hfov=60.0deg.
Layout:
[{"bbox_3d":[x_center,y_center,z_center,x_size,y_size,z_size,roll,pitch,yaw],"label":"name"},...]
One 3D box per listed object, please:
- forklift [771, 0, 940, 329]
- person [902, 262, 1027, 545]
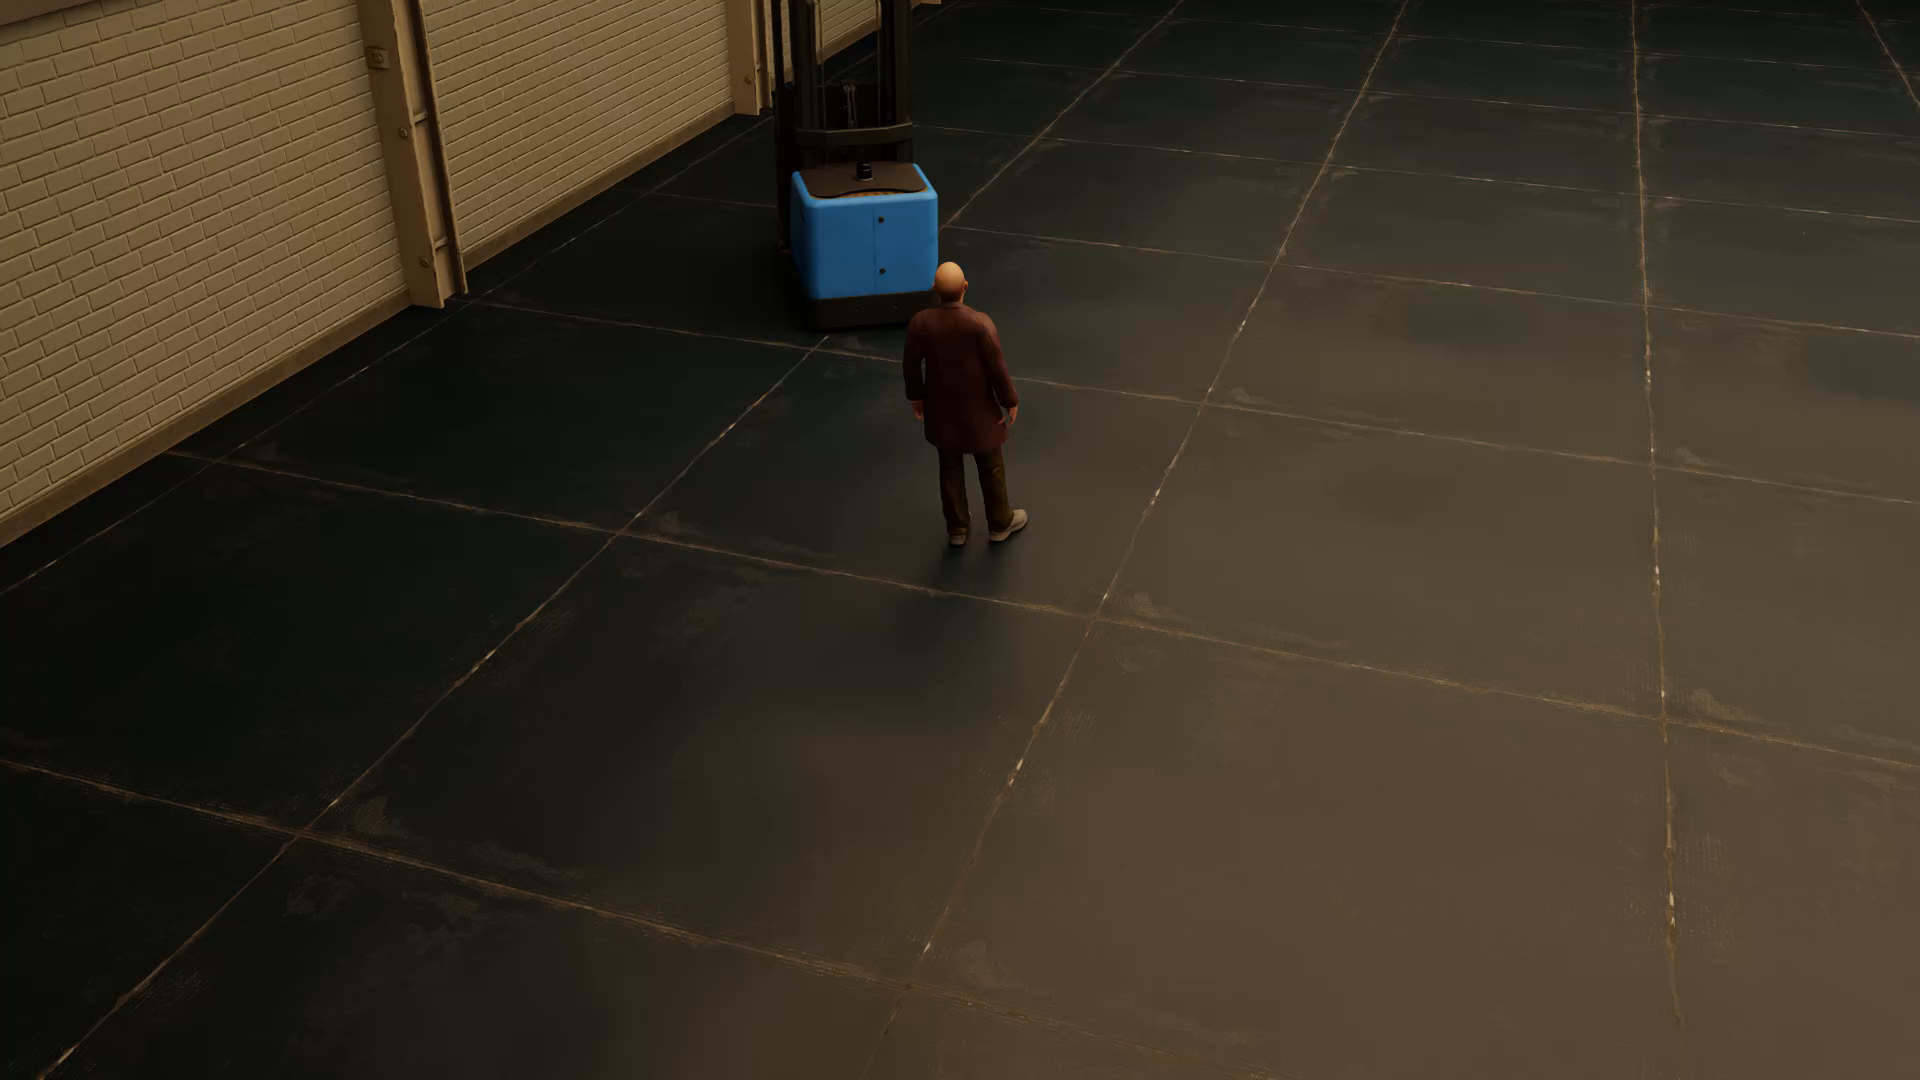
[{"bbox_3d":[-0.976,-3.615,13.479,1.130,2.935,3.031,-6,30,-11],"label":"forklift"},{"bbox_3d":[0.034,-0.820,9.725,0.696,1.776,0.582,10,31,16],"label":"person"}]
